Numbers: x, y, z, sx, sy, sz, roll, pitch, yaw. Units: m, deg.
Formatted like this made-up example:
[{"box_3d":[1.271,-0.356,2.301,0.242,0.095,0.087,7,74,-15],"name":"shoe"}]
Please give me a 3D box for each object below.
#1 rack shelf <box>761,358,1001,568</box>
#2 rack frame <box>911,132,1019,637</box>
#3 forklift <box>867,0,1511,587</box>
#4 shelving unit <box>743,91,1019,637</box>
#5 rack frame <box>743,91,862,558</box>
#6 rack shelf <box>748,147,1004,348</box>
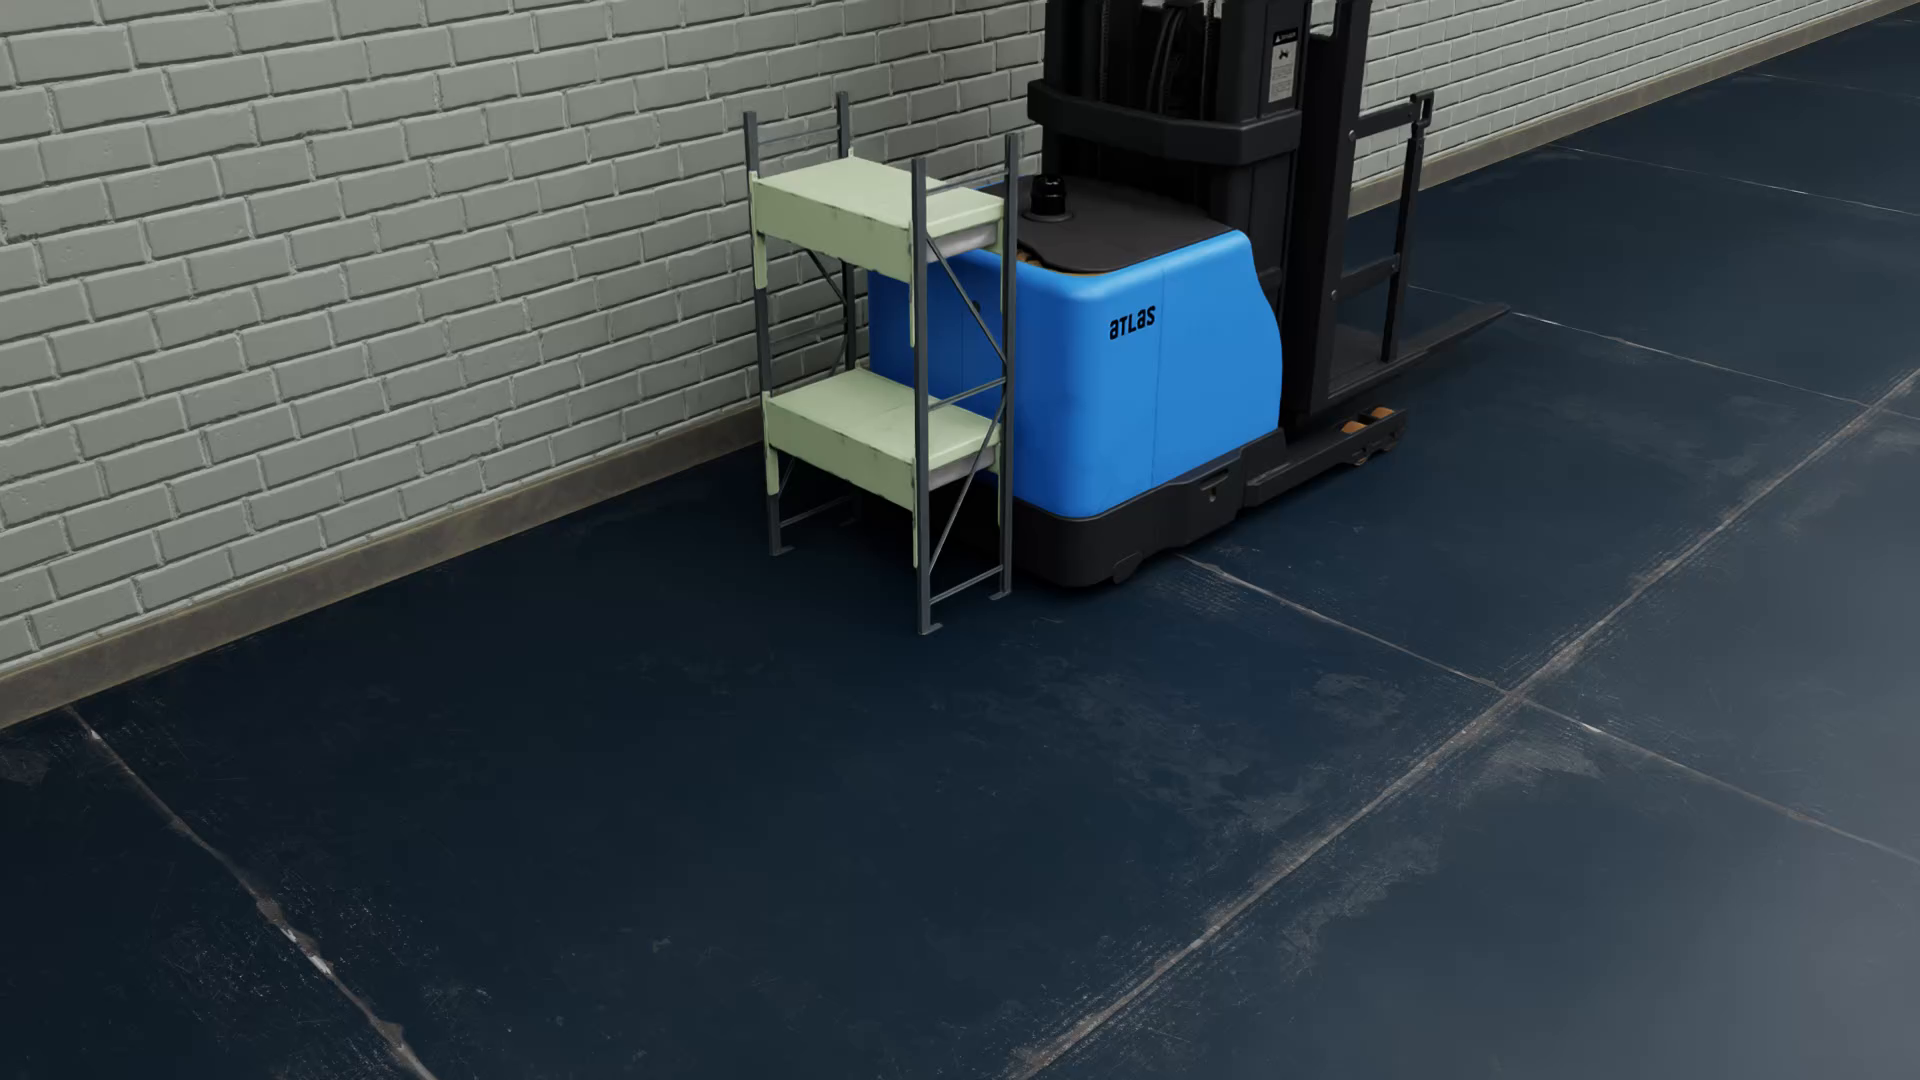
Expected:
[{"box_3d":[-0.240,-0.263,5.339,0.431,0.370,0.720,-25,36,-38],"name":"rack shelf"},{"box_3d":[0.017,-0.430,4.957,0.400,1.500,0.023,-25,36,-38],"name":"rack frame"},{"box_3d":[1.077,-1.731,5.892,3.031,2.935,1.130,-25,36,-38],"name":"forklift"},{"box_3d":[-0.240,-0.551,5.187,0.431,1.500,0.755,-25,36,-38],"name":"shelving unit"},{"box_3d":[-0.497,-0.673,5.418,0.400,1.500,0.023,-25,36,-38],"name":"rack frame"},{"box_3d":[-0.240,-0.897,5.005,0.431,0.370,0.720,-25,36,-38],"name":"rack shelf"}]
